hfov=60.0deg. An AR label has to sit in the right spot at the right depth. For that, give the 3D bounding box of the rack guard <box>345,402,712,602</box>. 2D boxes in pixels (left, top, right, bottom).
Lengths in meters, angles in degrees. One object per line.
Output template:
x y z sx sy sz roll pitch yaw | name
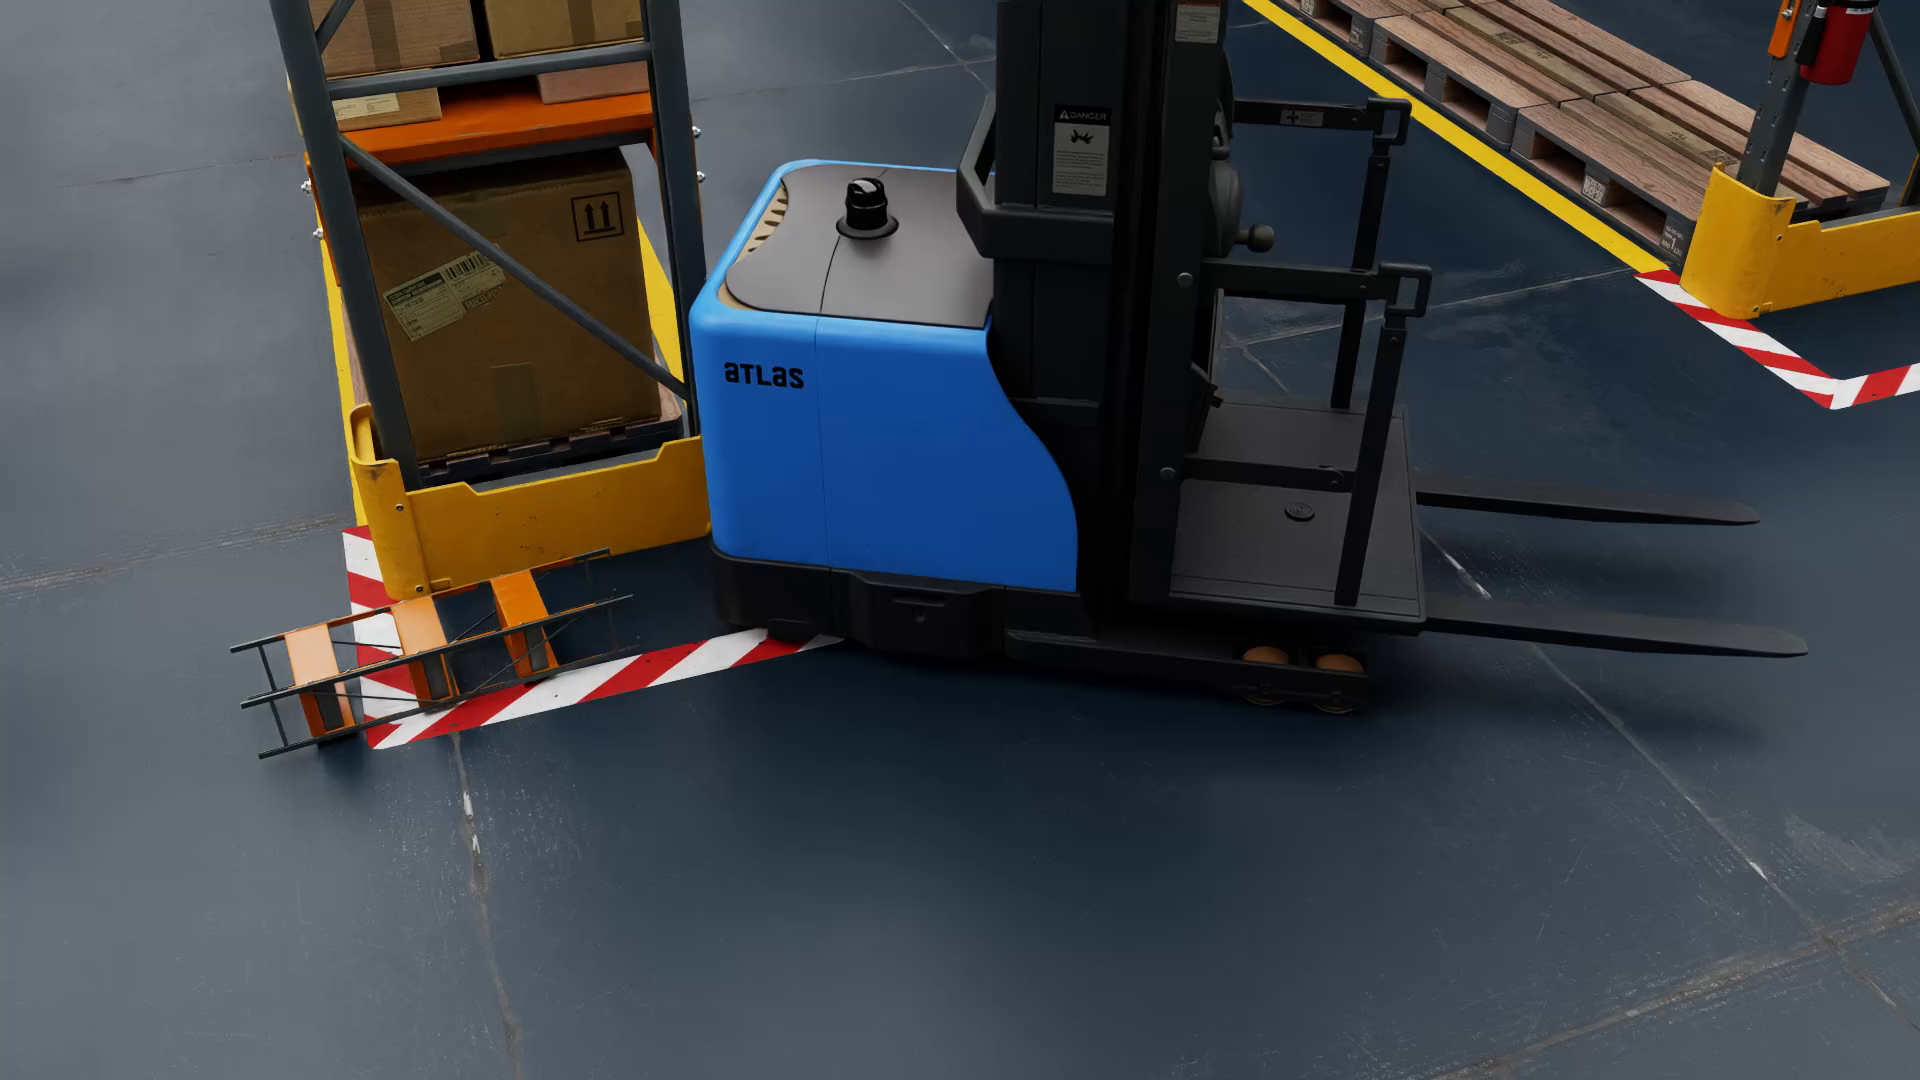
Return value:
-1.224 -0.220 5.127 1.175 0.500 0.348 -12 39 -16 | rack guard

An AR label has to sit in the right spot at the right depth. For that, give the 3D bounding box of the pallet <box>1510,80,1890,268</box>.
3.171 -1.618 7.222 1.003 0.211 1.213 -12 39 -16 | pallet

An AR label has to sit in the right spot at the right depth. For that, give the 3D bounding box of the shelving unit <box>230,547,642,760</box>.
-1.446 0.303 4.644 1.050 0.215 0.252 -16 40 -20 | shelving unit

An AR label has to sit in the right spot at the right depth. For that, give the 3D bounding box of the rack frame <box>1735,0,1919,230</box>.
3.418 -2.258 5.754 1.000 3.000 0.127 -12 39 -16 | rack frame

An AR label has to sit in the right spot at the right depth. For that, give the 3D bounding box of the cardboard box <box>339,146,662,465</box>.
-1.528 -0.896 5.364 0.875 0.875 0.875 -12 39 -16 | cardboard box

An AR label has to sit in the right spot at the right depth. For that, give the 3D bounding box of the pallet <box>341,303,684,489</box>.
-1.581 -0.554 5.810 1.003 0.211 1.213 -12 39 -16 | pallet

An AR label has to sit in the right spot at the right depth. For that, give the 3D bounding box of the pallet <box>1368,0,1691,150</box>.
2.755 -2.306 8.136 1.003 0.211 1.213 -12 39 -16 | pallet

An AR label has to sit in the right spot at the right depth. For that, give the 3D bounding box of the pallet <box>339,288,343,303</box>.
-1.997 -1.242 6.723 1.003 0.211 1.213 -12 39 -16 | pallet

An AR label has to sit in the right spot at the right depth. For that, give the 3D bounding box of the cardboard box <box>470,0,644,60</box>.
-1.144 -1.618 4.783 0.500 0.250 0.500 -13 39 -17 | cardboard box

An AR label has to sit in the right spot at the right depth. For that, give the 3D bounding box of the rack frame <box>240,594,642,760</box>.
-1.394 0.369 4.556 1.050 0.200 0.008 -16 40 -20 | rack frame

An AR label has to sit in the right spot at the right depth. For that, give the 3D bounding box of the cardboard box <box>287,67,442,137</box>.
-1.664 -1.265 4.645 0.380 0.149 0.250 -12 39 -15 | cardboard box

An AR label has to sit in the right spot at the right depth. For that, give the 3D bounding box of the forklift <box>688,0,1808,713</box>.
0.847 -1.036 4.190 3.031 2.935 1.130 6 37 8 | forklift

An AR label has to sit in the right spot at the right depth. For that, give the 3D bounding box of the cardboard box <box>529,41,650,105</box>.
-1.045 -1.401 4.825 0.380 0.149 0.250 -12 39 -15 | cardboard box

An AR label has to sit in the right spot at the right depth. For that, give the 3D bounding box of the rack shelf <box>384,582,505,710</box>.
-1.437 0.300 4.648 0.259 0.215 0.240 -16 40 -20 | rack shelf

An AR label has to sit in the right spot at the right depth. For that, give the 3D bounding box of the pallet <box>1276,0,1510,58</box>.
2.331 -2.996 9.052 1.003 0.211 1.213 -12 39 -16 | pallet

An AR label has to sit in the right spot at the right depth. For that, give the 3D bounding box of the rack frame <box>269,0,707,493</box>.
-1.232 -1.232 4.393 1.000 3.000 0.127 -12 39 -16 | rack frame

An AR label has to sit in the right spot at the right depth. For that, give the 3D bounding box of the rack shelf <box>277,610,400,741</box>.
-1.693 0.373 4.551 0.259 0.215 0.240 -16 40 -20 | rack shelf

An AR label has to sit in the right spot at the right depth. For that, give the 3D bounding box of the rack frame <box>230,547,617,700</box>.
-1.498 0.236 4.732 1.050 0.200 0.008 -16 40 -20 | rack frame

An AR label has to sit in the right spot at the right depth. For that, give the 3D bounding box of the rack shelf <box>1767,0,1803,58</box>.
2.730 -3.100 7.471 1.077 0.370 4.000 -12 39 -16 | rack shelf

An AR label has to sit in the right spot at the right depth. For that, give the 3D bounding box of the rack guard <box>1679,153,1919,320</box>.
3.439 -1.248 6.492 1.175 0.500 0.348 -12 39 -16 | rack guard

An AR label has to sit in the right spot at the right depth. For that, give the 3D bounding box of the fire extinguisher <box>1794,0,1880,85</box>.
3.043 -1.899 5.652 0.296 0.674 0.183 -12 39 -16 | fire extinguisher

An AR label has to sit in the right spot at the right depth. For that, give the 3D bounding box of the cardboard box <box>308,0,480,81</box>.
-1.648 -1.510 4.639 0.500 0.250 0.500 -13 39 -17 | cardboard box

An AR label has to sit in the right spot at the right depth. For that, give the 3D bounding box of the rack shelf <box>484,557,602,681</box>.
-1.185 0.229 4.742 0.259 0.215 0.240 -16 40 -20 | rack shelf

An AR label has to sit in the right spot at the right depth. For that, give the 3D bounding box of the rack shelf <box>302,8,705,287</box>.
-1.921 -2.075 6.109 1.077 0.370 4.000 -12 39 -16 | rack shelf
